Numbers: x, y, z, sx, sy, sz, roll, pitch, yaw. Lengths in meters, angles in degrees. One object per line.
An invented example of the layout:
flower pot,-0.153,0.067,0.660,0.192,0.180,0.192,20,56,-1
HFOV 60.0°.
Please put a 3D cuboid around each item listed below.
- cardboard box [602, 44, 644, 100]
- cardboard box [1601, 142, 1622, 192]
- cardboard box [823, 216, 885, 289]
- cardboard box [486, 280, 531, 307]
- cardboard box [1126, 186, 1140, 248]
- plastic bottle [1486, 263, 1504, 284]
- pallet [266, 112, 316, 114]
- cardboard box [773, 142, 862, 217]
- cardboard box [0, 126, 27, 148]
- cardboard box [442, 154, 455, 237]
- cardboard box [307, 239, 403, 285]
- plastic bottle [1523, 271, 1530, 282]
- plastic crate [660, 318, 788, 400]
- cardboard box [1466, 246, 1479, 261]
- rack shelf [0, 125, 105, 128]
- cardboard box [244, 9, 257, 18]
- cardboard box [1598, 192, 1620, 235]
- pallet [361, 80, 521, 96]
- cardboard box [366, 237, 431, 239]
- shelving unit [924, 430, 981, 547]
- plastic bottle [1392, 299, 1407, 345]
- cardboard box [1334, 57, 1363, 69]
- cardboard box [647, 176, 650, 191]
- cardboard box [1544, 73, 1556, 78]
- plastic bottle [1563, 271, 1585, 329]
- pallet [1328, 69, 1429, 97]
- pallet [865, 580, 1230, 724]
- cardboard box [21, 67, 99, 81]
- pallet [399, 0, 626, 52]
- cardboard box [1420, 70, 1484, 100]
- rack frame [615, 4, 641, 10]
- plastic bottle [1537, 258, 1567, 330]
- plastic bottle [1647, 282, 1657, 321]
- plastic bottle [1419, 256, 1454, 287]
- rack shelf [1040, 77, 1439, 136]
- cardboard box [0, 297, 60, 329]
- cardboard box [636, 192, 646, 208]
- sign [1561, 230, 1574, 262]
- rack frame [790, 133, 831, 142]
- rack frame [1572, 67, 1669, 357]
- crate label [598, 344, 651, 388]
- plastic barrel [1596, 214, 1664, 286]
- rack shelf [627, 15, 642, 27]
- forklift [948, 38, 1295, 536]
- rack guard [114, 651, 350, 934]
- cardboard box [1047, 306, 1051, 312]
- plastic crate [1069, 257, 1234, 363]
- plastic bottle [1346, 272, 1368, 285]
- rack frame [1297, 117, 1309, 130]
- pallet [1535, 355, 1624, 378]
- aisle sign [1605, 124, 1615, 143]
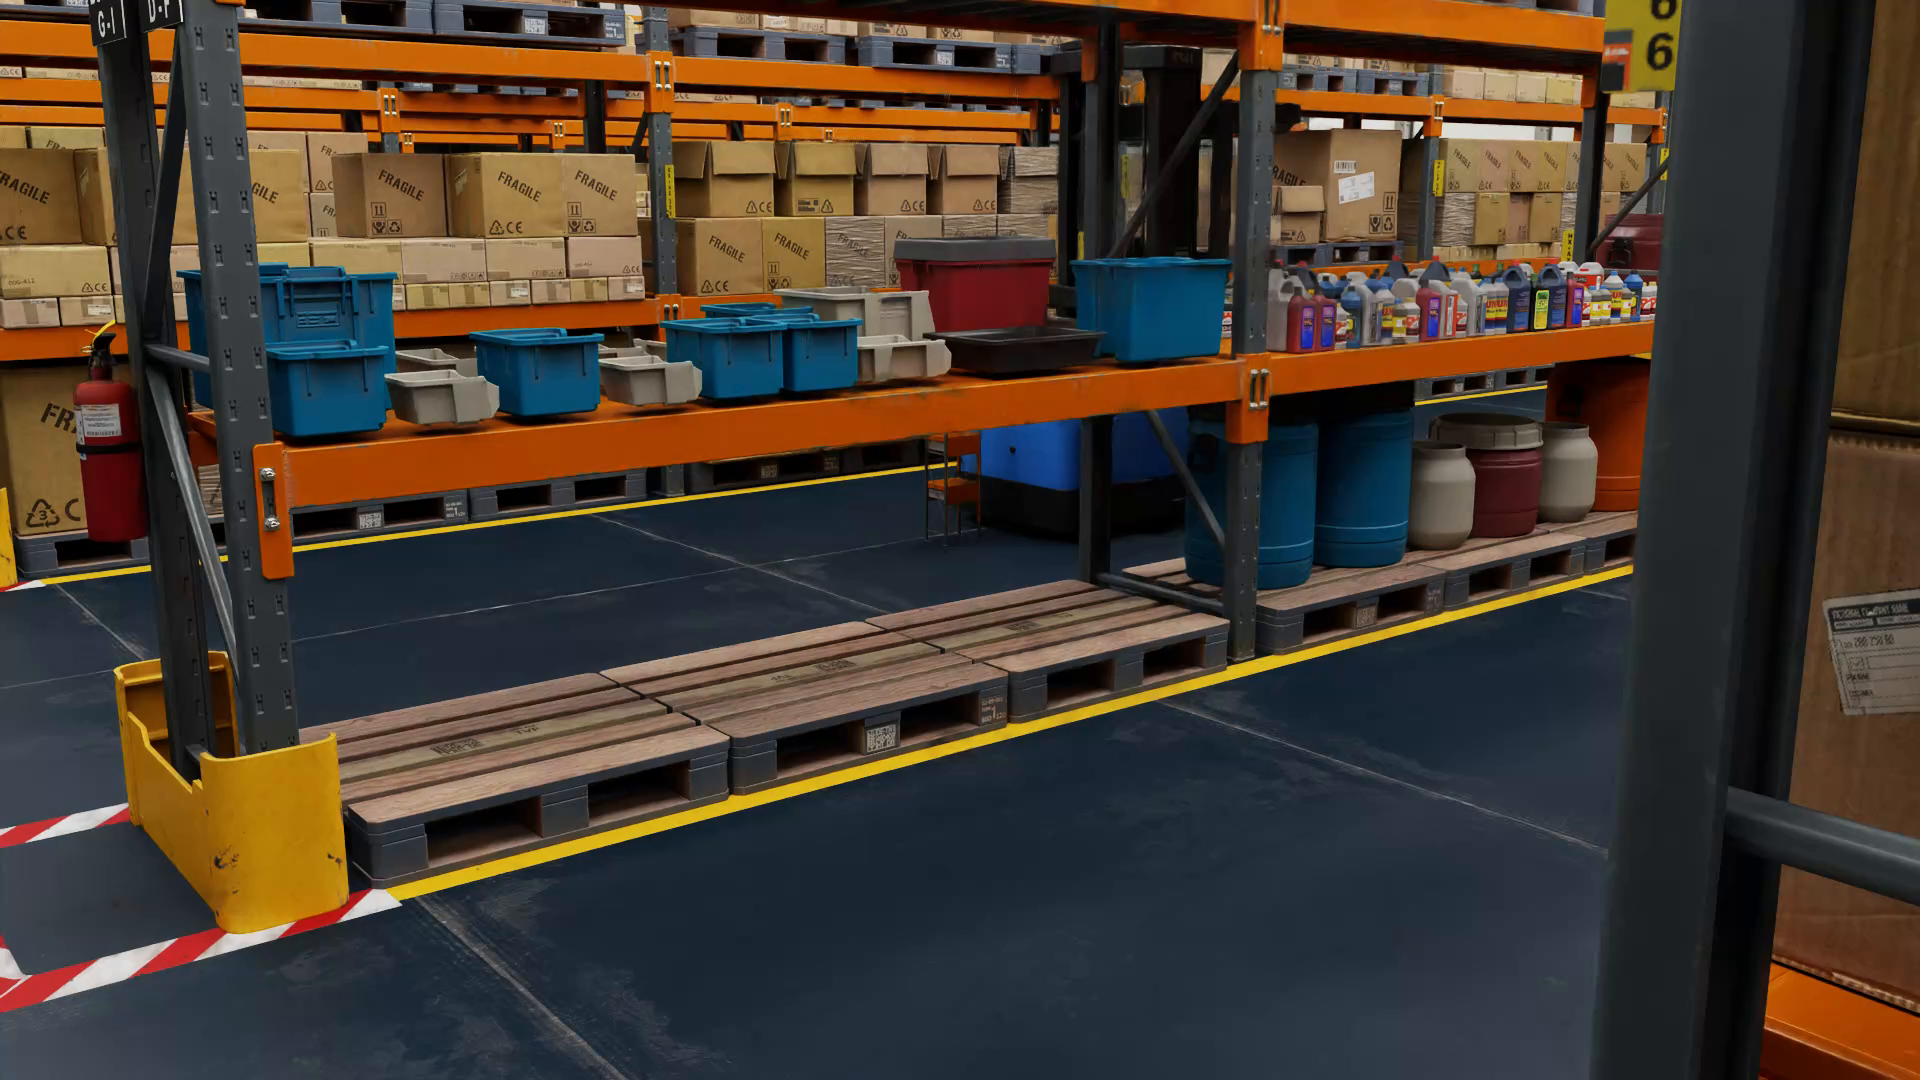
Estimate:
cardboard box,-3.136,-4.434,15.826,0.500,0.500,0.500,-9,15,-38
cardboard box,6.531,-3.891,17.367,0.500,0.500,0.500,-9,15,-38
cardboard box,-0.879,-2.026,11.707,0.500,0.500,0.500,-10,15,-39
cardboard box,-2.813,-1.512,10.133,0.250,0.149,0.380,-9,15,-37
cardboard box,1.343,-2.678,13.765,0.500,0.500,0.500,11,16,43
plastic bottle,3.006,-1.413,9.340,0.133,0.283,0.061,-9,15,-38
pallet,-7.683,-4.936,18.890,1.217,0.209,0.805,-10,16,-40
cardboard box,-1.140,-2.539,11.707,0.637,0.503,0.797,-9,15,-37
cardboard box,-7.414,-2.891,12.660,0.500,0.500,0.500,-9,15,-36
cardboard box,-3.100,-2.183,10.529,0.500,0.500,0.500,-9,15,-38
cardboard box,-3.557,-1.601,9.592,0.500,0.250,0.500,-10,15,-39
plastic bottle,2.864,-1.216,8.413,0.133,0.283,0.061,-9,15,-38
plastic crate,-0.780,-0.602,5.502,0.300,0.233,0.416,-9,15,-38
cardboard box,4.807,-2.789,16.147,0.250,0.149,0.380,-9,15,-38
rack shelf,-13.034,-5.095,20.914,4.000,0.370,1.077,-9,15,-38
cardboard box,-5.914,-4.304,13.654,0.250,0.149,0.380,-9,15,-36
cardboard box,6.431,-3.428,17.594,0.500,0.500,0.875,-9,15,-38
pallet,-4.648,-4.083,14.868,1.003,0.211,1.213,-9,15,-38
cardboard box,-3.500,-1.749,10.291,0.500,0.250,0.500,-9,15,-36
shelving unit,-0.042,-0.507,9.487,0.252,1.050,0.215,-9,15,-38
plastic bottle,1.986,-0.996,7.577,0.097,0.201,0.097,0,12,0
cardboard box,3.398,-4.334,14.911,0.258,0.266,0.396,-9,15,-36
cardboard box,-3.936,-4.513,21.695,0.500,0.500,0.500,-9,15,-37
cardboard box,5.690,-4.661,16.538,0.250,0.149,0.380,-9,15,-36
plastic bottle,3.098,-1.216,8.416,0.133,0.283,0.061,-9,15,-38
pallet,3.521,-4.178,15.315,1.003,0.211,1.213,-9,15,-38
pallet,0.367,0.441,7.042,1.213,0.211,1.003,-9,15,-38
cardboard box,-7.002,-3.673,12.847,0.500,0.250,0.500,-10,16,-39
pallet,-2.823,-3.147,10.220,1.213,0.211,1.003,-9,15,-38
cardboard box,4.581,-4.277,15.686,0.500,0.250,0.500,-10,16,-40
rack frame,-5.225,-8.212,26.639,0.127,3.000,1.000,-9,15,-38
plastic bottle,2.948,-1.235,8.344,0.185,0.351,0.144,-9,15,-38
plastic bottle,3.709,-1.283,8.925,0.097,0.201,0.097,0,12,0
plastic bottle,2.490,-1.308,8.687,0.185,0.351,0.144,-9,15,-38
rack shelf,2.508,-3.722,14.444,4.000,0.370,1.077,-9,15,-38
cardboard box,-4.817,-1.178,8.561,0.250,0.149,0.380,-9,15,-37
cardboard box,-3.181,-3.232,15.792,0.250,0.149,0.380,-9,15,-35
sign,3.691,-1.711,10.074,0.005,0.325,0.100,-9,15,-38
rack frame,-2.121,-4.473,23.473,0.127,3.000,1.000,-9,15,-38
rack frame,4.040,-1.543,9.675,0.127,3.000,1.000,-9,15,-38
crate label,-1.245,-0.616,5.799,0.243,0.136,0.396,-9,15,-38
plastic barrel,4.213,-1.719,10.176,0.708,0.536,0.600,-9,15,-38
rack shelf,-3.683,-6.601,21.744,4.000,0.370,1.077,-9,15,-38
forklift,1.365,-1.679,10.479,3.031,2.935,1.130,-10,16,-40
rack guard,-2.217,0.723,5.022,0.348,0.500,1.175,-9,15,-38
cardboard box,0.394,-1.427,13.230,0.875,0.875,1.225,-10,16,-40
plastic crate,0.765,-0.930,6.681,0.575,0.384,0.392,-9,15,-38
plastic bottle,1.988,-1.228,8.487,0.135,0.276,0.152,-9,15,-38
rack frame,4.173,-4.202,22.198,0.127,3.000,1.000,-9,15,-38
pallet,6.477,-1.911,18.121,1.213,0.211,1.003,-9,15,-38
aisle sign,7.054,-4.713,18.344,0.004,0.787,0.394,-9,15,-38
